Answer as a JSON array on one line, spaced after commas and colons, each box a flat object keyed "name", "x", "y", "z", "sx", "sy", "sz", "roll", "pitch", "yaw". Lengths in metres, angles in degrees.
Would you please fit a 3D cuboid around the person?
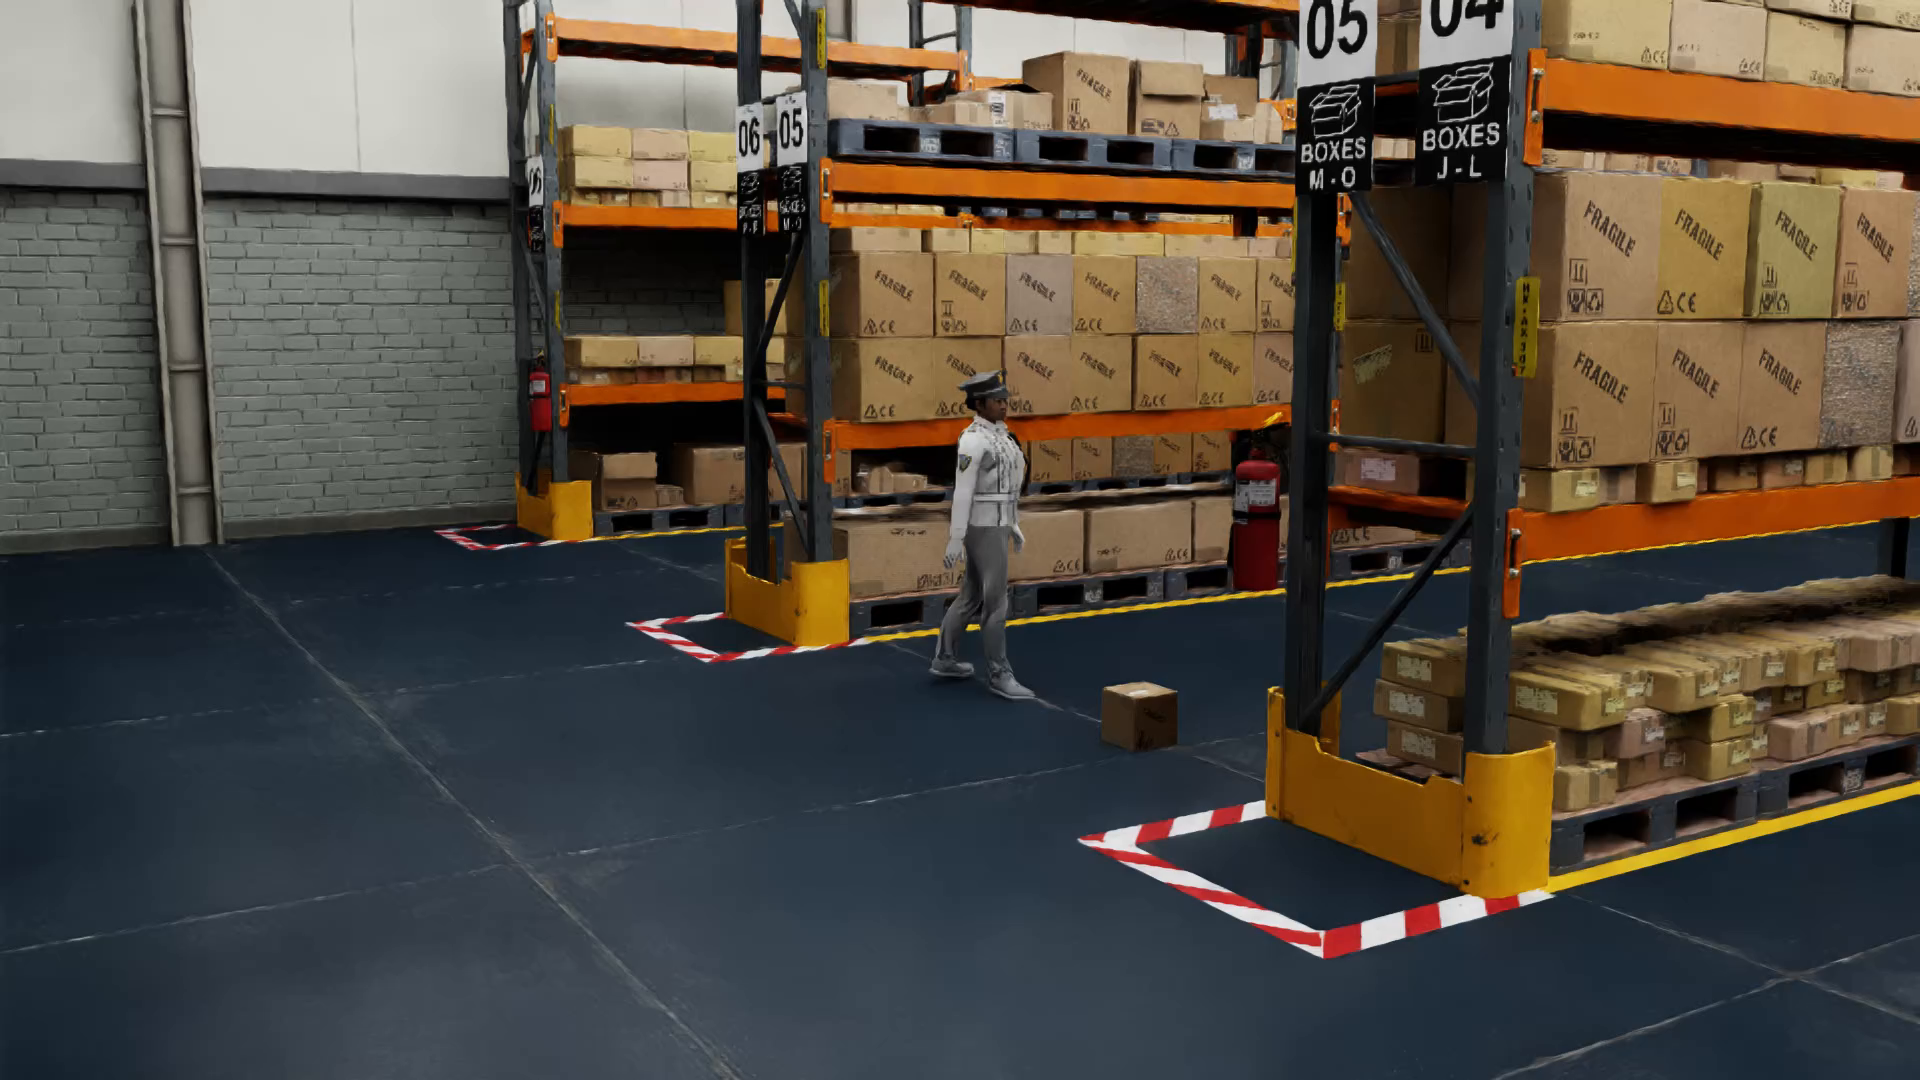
[{"name": "person", "x": 0.116, "y": -0.040, "z": 8.569, "sx": 0.623, "sy": 1.673, "sz": 0.574, "roll": 2, "pitch": 9, "yaw": 15}]
